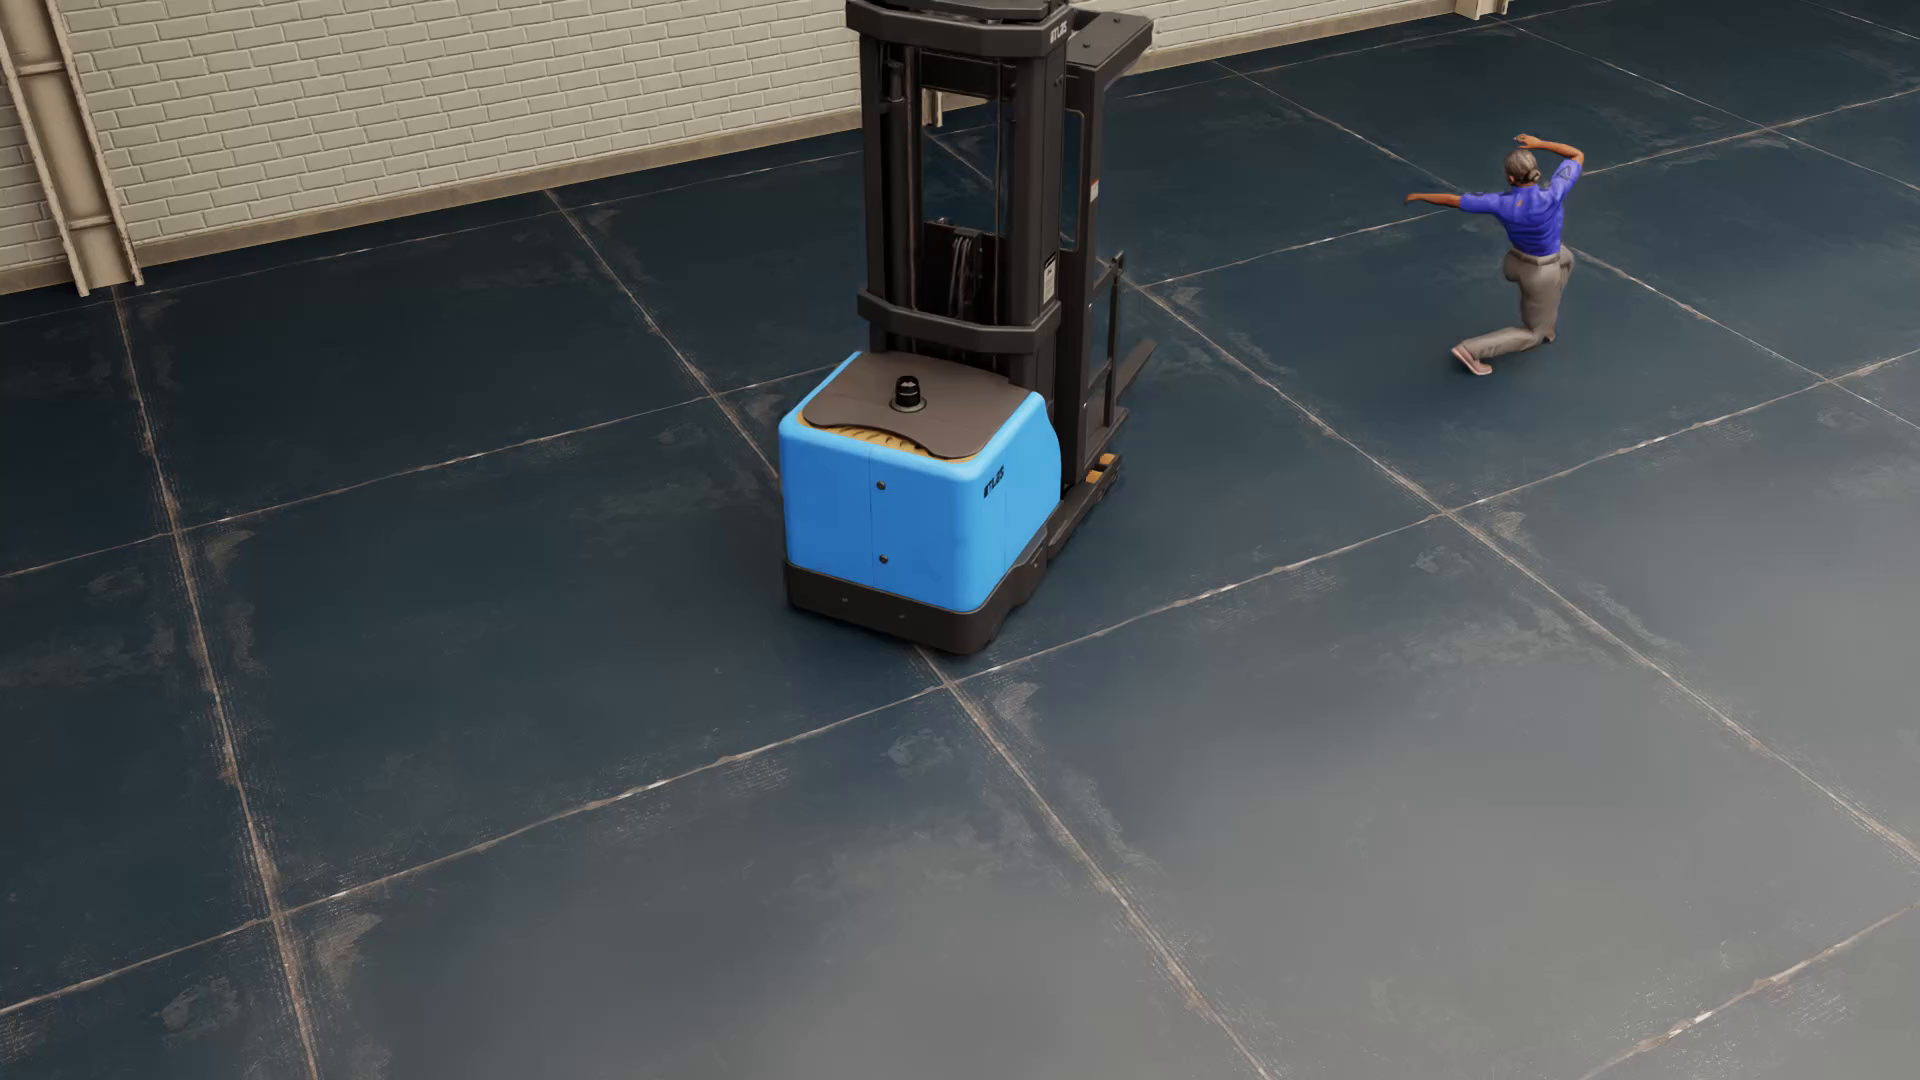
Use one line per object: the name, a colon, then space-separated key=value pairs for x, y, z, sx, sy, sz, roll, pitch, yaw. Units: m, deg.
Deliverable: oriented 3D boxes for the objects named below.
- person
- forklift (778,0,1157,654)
person: x=3.244 y=-1.797 z=10.038 sx=0.886 sy=1.387 sz=0.957 roll=-21 pitch=40 yaw=-27
forklift: x=0.234 y=-1.503 z=8.249 sx=1.130 sy=2.935 sz=3.031 roll=15 pitch=38 yaw=20
